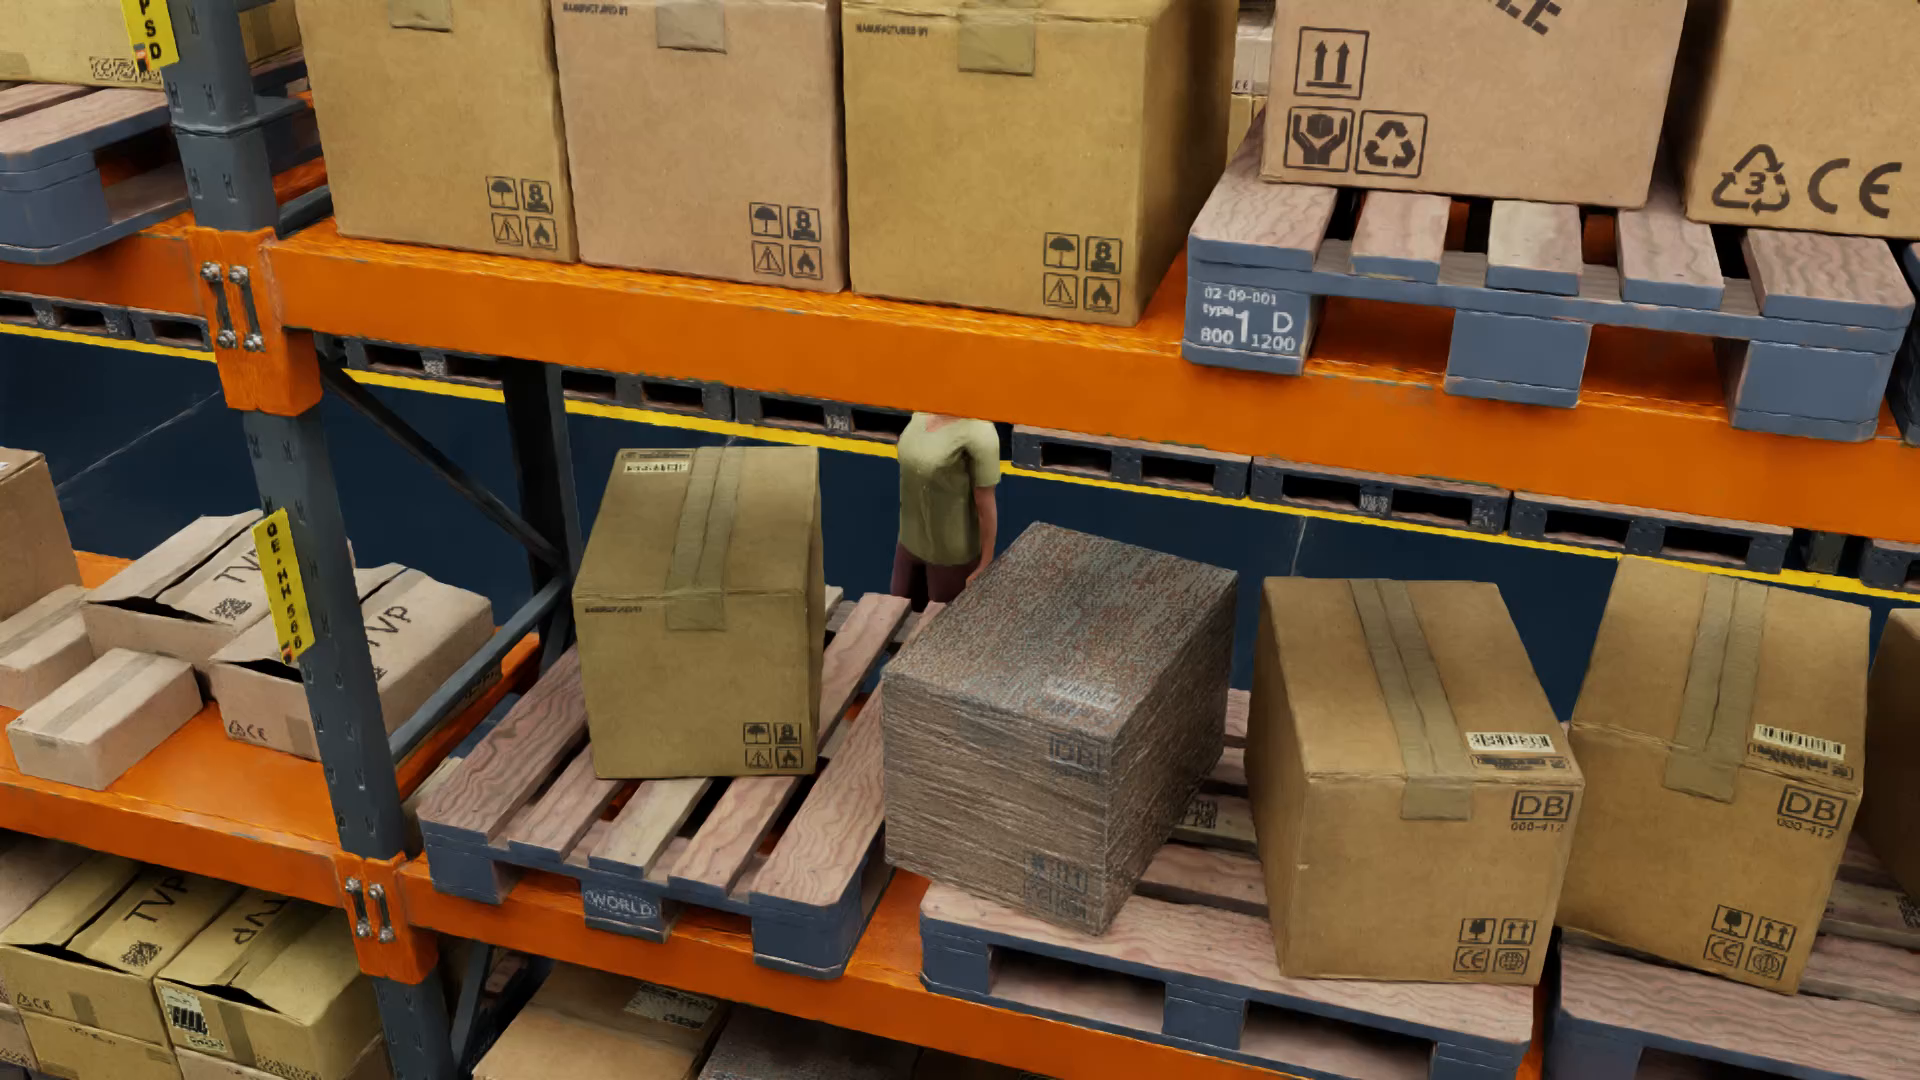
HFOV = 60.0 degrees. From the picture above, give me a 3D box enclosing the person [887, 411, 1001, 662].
[{"bbox_3d":[-0.111,0.022,6.073,0.406,1.670,0.587,-22,36,-33],"label":"person"}]
